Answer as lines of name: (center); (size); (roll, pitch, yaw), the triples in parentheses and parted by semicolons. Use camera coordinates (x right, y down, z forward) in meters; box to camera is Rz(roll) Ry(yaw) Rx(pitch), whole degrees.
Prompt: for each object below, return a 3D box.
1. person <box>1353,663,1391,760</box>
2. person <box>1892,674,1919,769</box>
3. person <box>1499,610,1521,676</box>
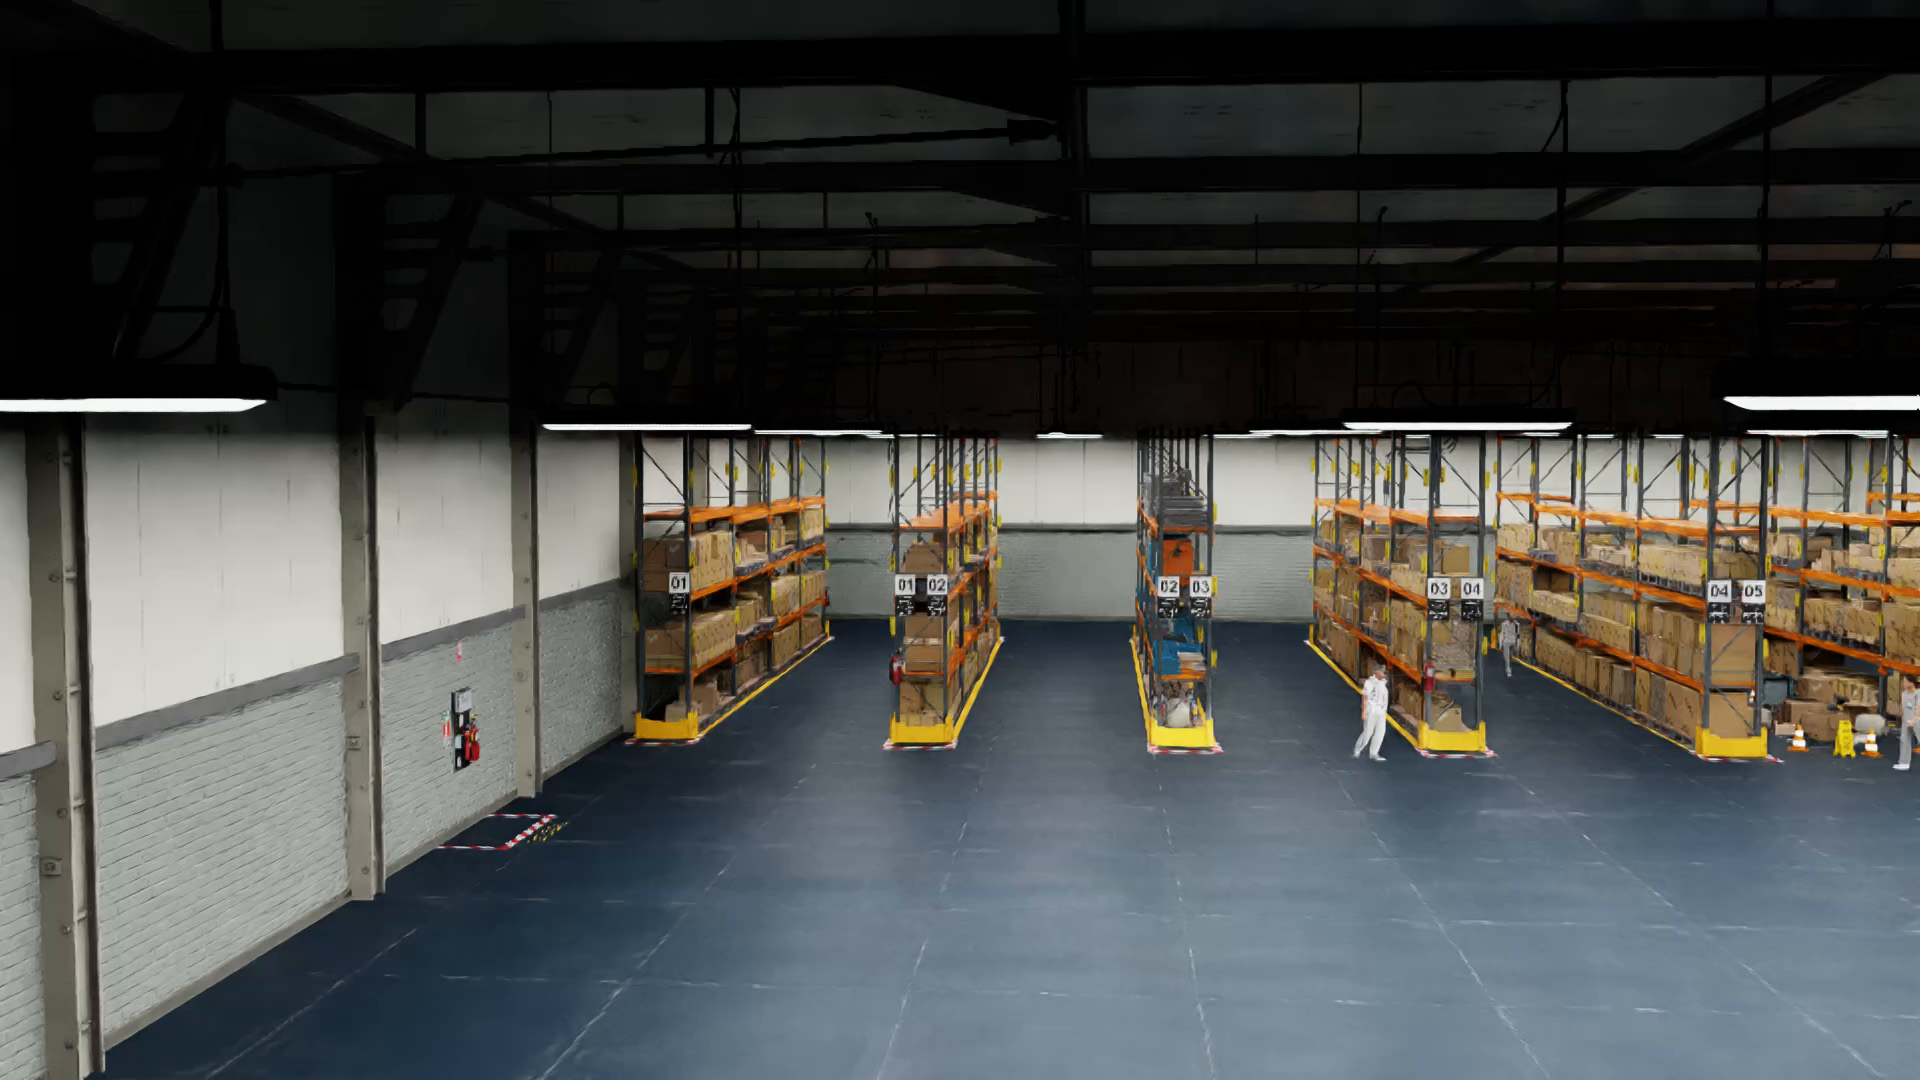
person: (7.370, 3.059, 29.823); (0.602, 1.746, 0.573); (-2, 4, -31)
person: (16.610, 3.155, 28.937); (0.701, 1.662, 0.484); (-1, 4, -23)
person: (13.379, 2.482, 40.376); (0.488, 1.590, 1.089); (0, 3, 3)
